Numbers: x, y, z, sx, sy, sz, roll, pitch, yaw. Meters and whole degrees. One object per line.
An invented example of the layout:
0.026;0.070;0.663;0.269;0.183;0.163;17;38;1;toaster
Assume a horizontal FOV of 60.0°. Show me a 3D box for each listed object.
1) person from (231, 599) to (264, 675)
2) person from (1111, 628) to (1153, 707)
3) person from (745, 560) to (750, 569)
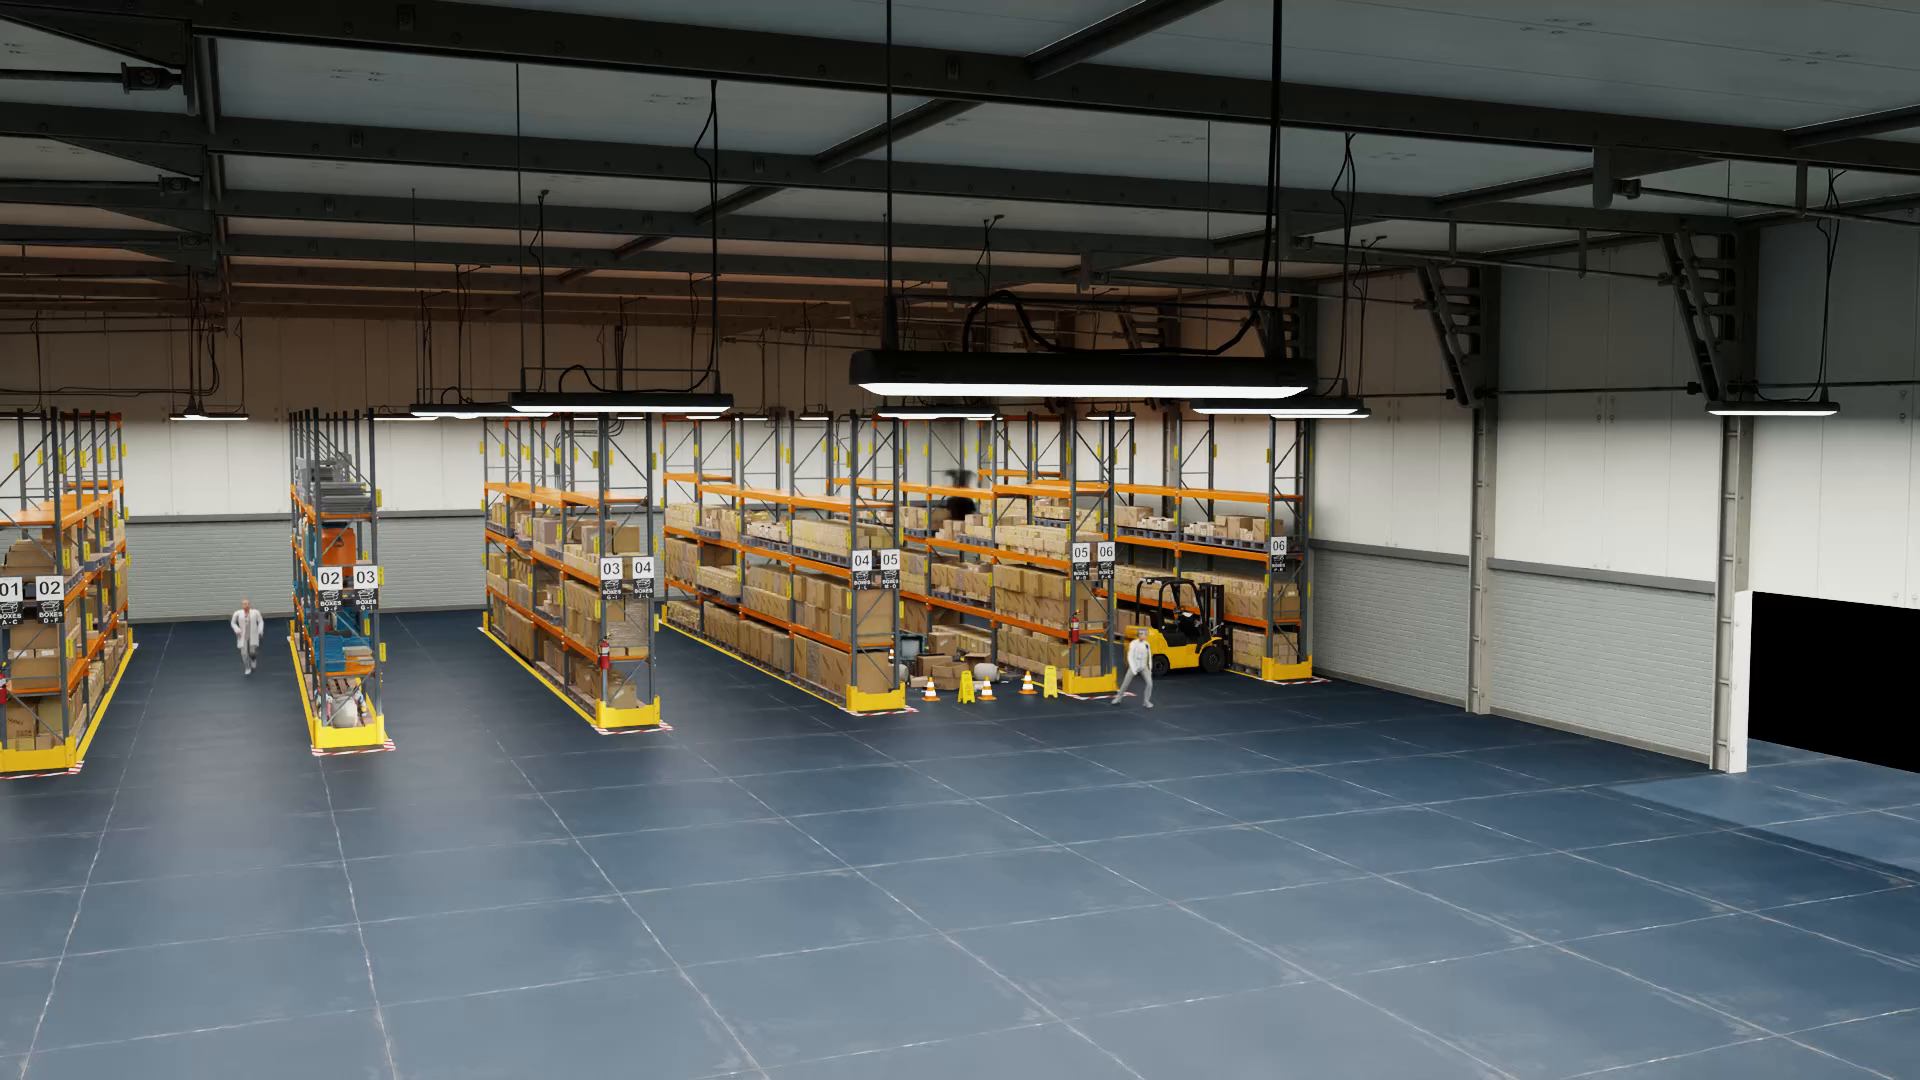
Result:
-16.270;2.207;37.970;0.686;1.724;0.680;-1;4;-20;person
3.499;2.564;33.689;0.766;1.605;0.689;-1;4;-17;person
-6.142;1.413;49.757;0.758;1.644;0.647;-3;5;-33;person
